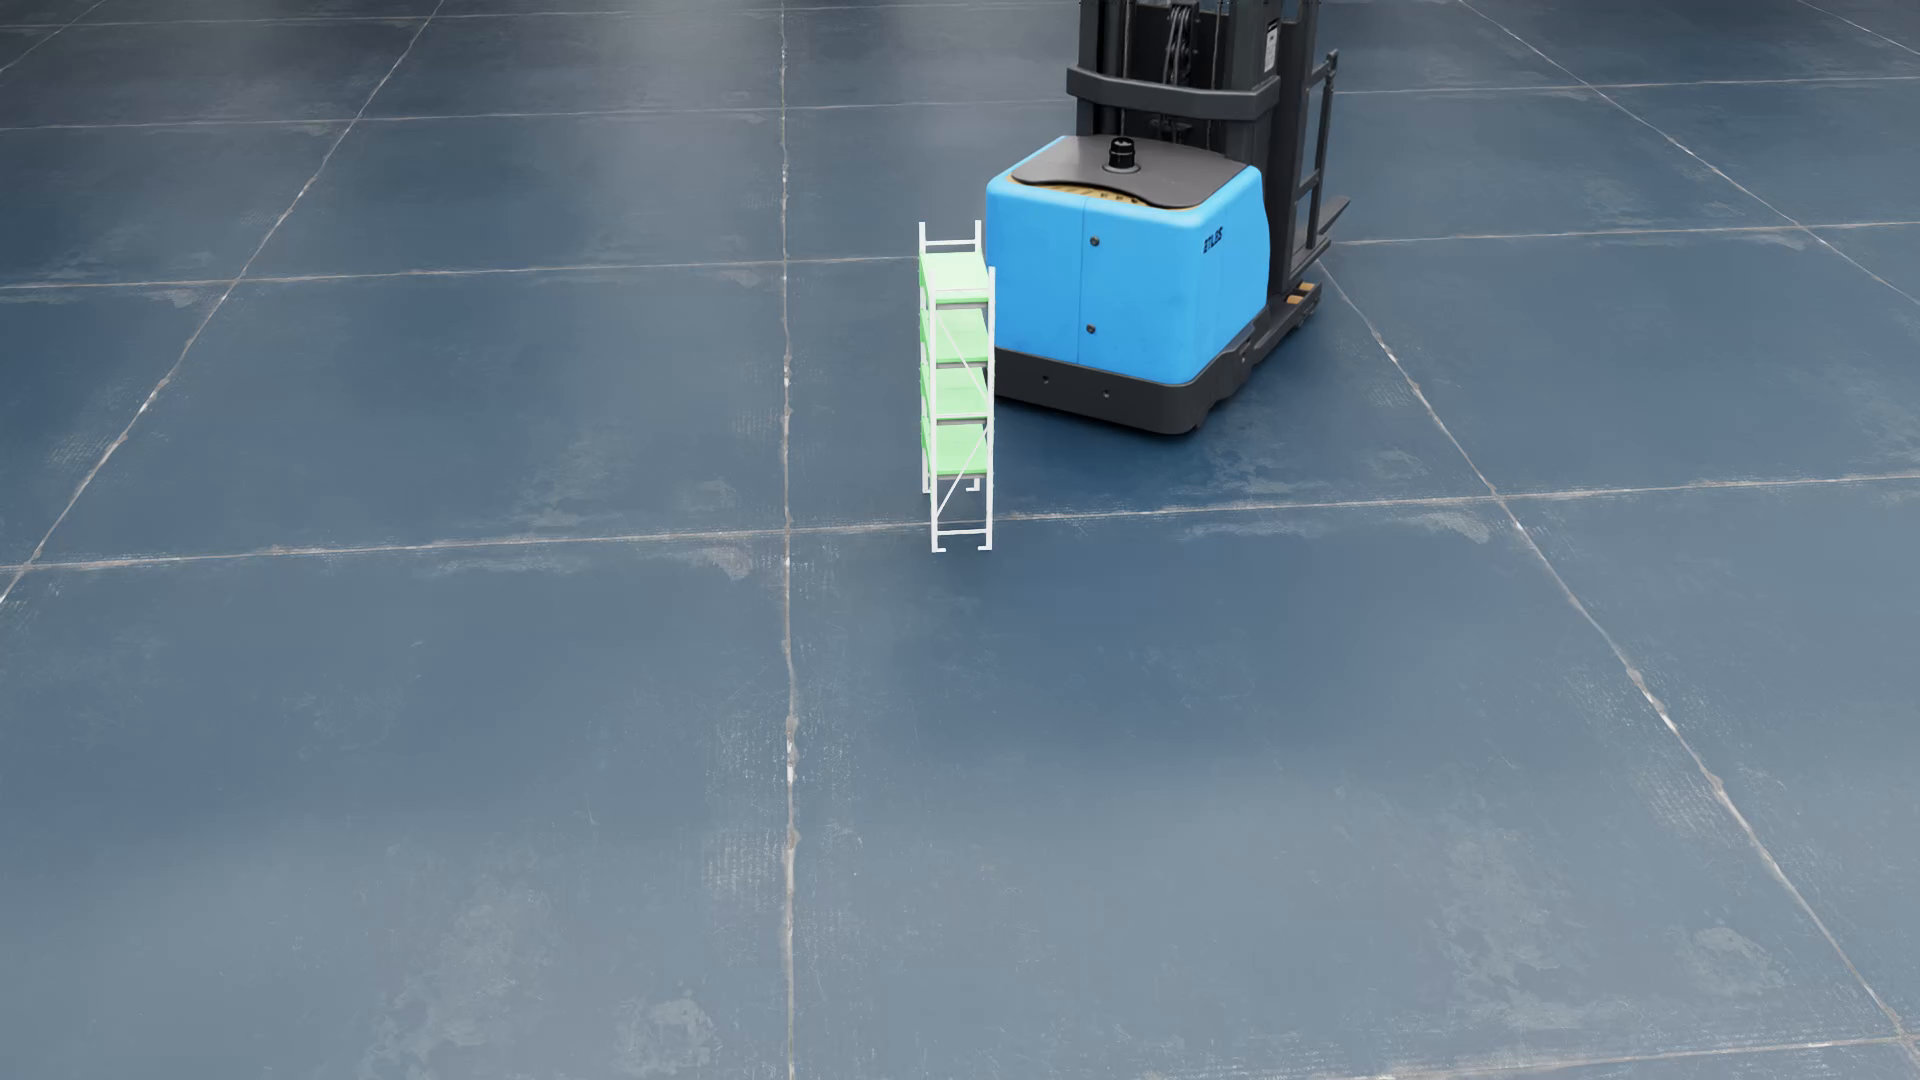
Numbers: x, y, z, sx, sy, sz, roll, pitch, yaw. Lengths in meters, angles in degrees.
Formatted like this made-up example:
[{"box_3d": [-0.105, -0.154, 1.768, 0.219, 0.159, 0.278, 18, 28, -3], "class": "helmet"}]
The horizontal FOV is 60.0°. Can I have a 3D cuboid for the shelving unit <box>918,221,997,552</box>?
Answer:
[{"box_3d": [-0.015, -0.600, 6.584, 0.258, 1.200, 0.503, -3, 31, -5], "class": "shelving unit"}]

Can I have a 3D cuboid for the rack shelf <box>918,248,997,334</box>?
[{"box_3d": [-0.015, -0.957, 6.370, 0.258, 0.148, 0.480, -3, 31, -5], "class": "rack shelf"}]

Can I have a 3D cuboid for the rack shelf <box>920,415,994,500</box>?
[{"box_3d": [-0.015, -0.339, 6.740, 0.258, 0.148, 0.480, -3, 31, -5], "class": "rack shelf"}]

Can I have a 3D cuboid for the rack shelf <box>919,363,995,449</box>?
[{"box_3d": [-0.015, -0.545, 6.617, 0.258, 0.148, 0.480, -3, 31, -5], "class": "rack shelf"}]

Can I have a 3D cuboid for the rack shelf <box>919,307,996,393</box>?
[{"box_3d": [-0.015, -0.751, 6.494, 0.258, 0.148, 0.480, -3, 31, -5], "class": "rack shelf"}]

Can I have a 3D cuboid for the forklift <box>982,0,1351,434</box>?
[{"box_3d": [1.246, -2.456, 8.004, 1.130, 2.935, 3.031, 16, 34, 24], "class": "forklift"}]

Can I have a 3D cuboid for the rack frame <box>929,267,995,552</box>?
[{"box_3d": [0.007, -0.475, 6.375, 0.240, 1.200, 0.015, -3, 31, -5], "class": "rack frame"}]

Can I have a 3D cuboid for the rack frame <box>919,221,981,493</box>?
[{"box_3d": [-0.038, -0.724, 6.792, 0.240, 1.200, 0.015, -3, 31, -5], "class": "rack frame"}]
